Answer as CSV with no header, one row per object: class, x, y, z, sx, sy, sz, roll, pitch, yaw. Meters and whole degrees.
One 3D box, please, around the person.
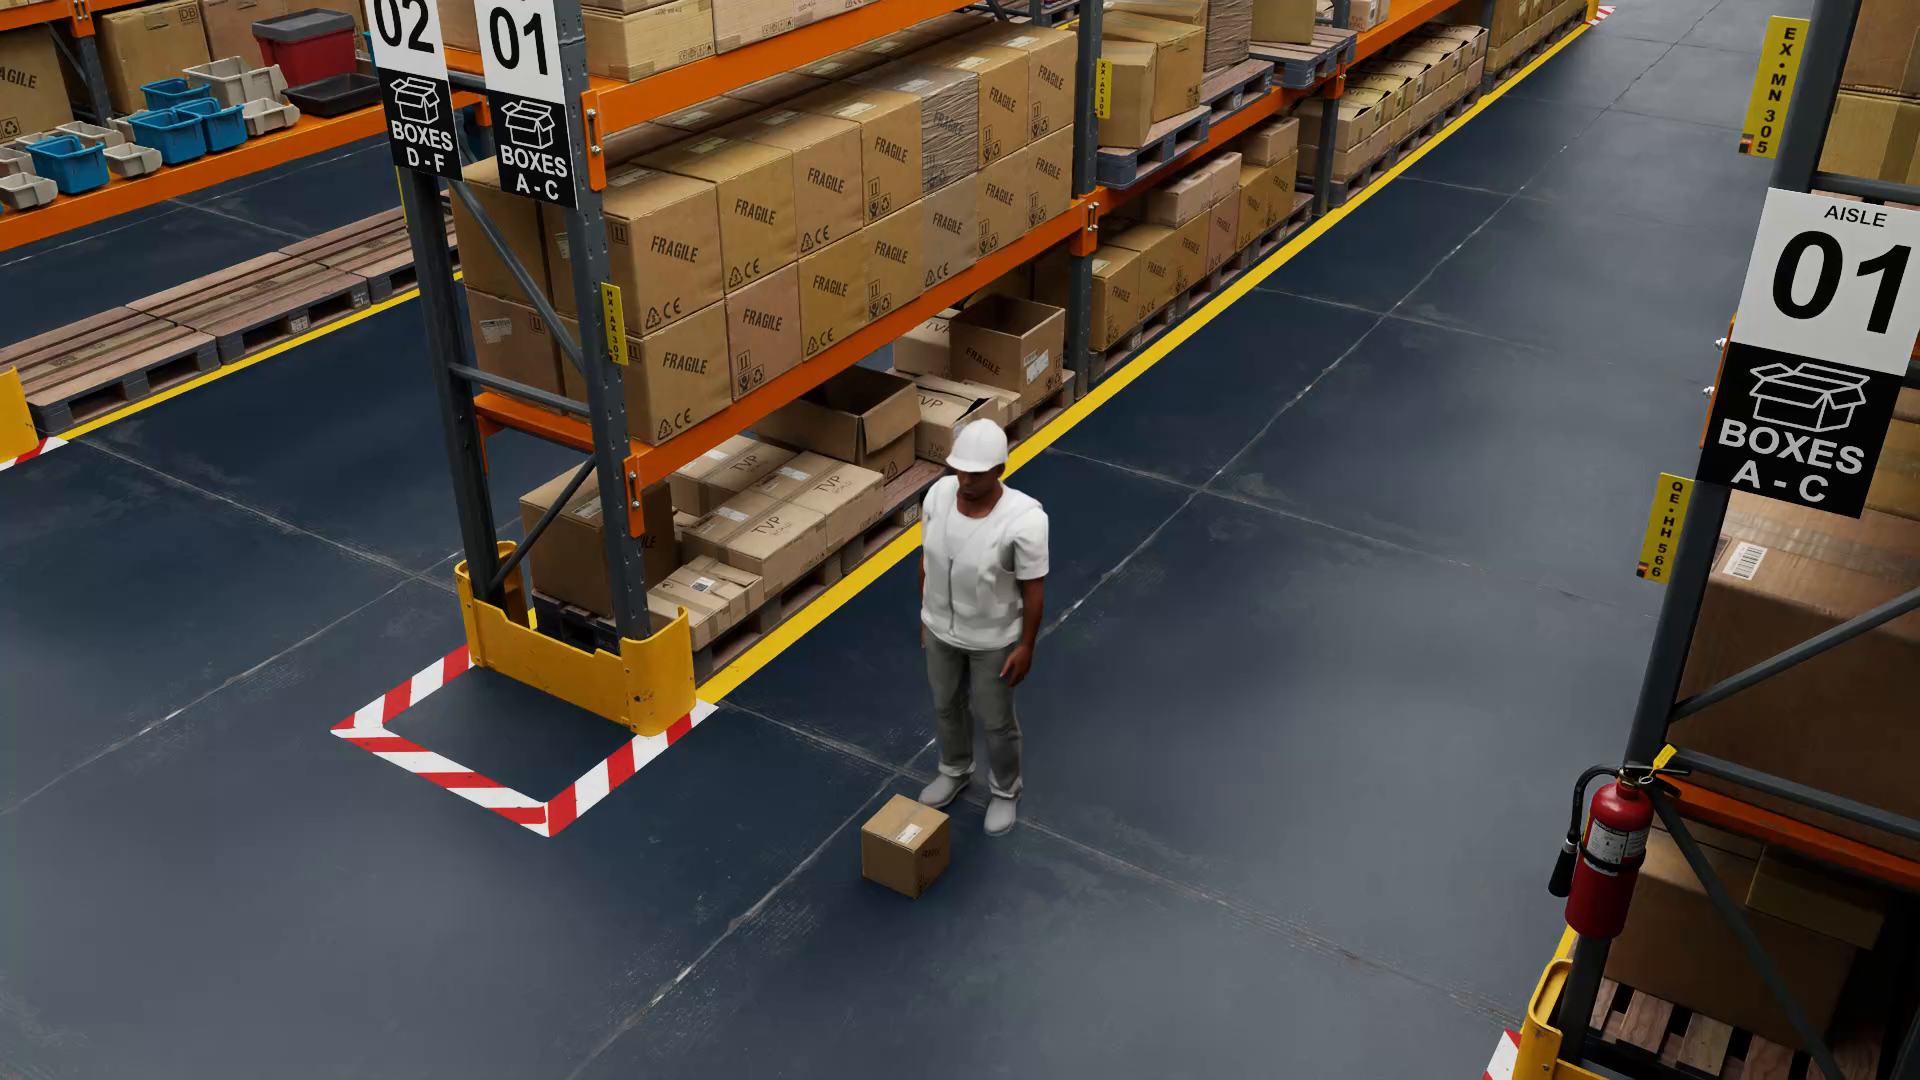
person,0.065,0.349,6.526,0.563,1.777,0.354,19,35,29
